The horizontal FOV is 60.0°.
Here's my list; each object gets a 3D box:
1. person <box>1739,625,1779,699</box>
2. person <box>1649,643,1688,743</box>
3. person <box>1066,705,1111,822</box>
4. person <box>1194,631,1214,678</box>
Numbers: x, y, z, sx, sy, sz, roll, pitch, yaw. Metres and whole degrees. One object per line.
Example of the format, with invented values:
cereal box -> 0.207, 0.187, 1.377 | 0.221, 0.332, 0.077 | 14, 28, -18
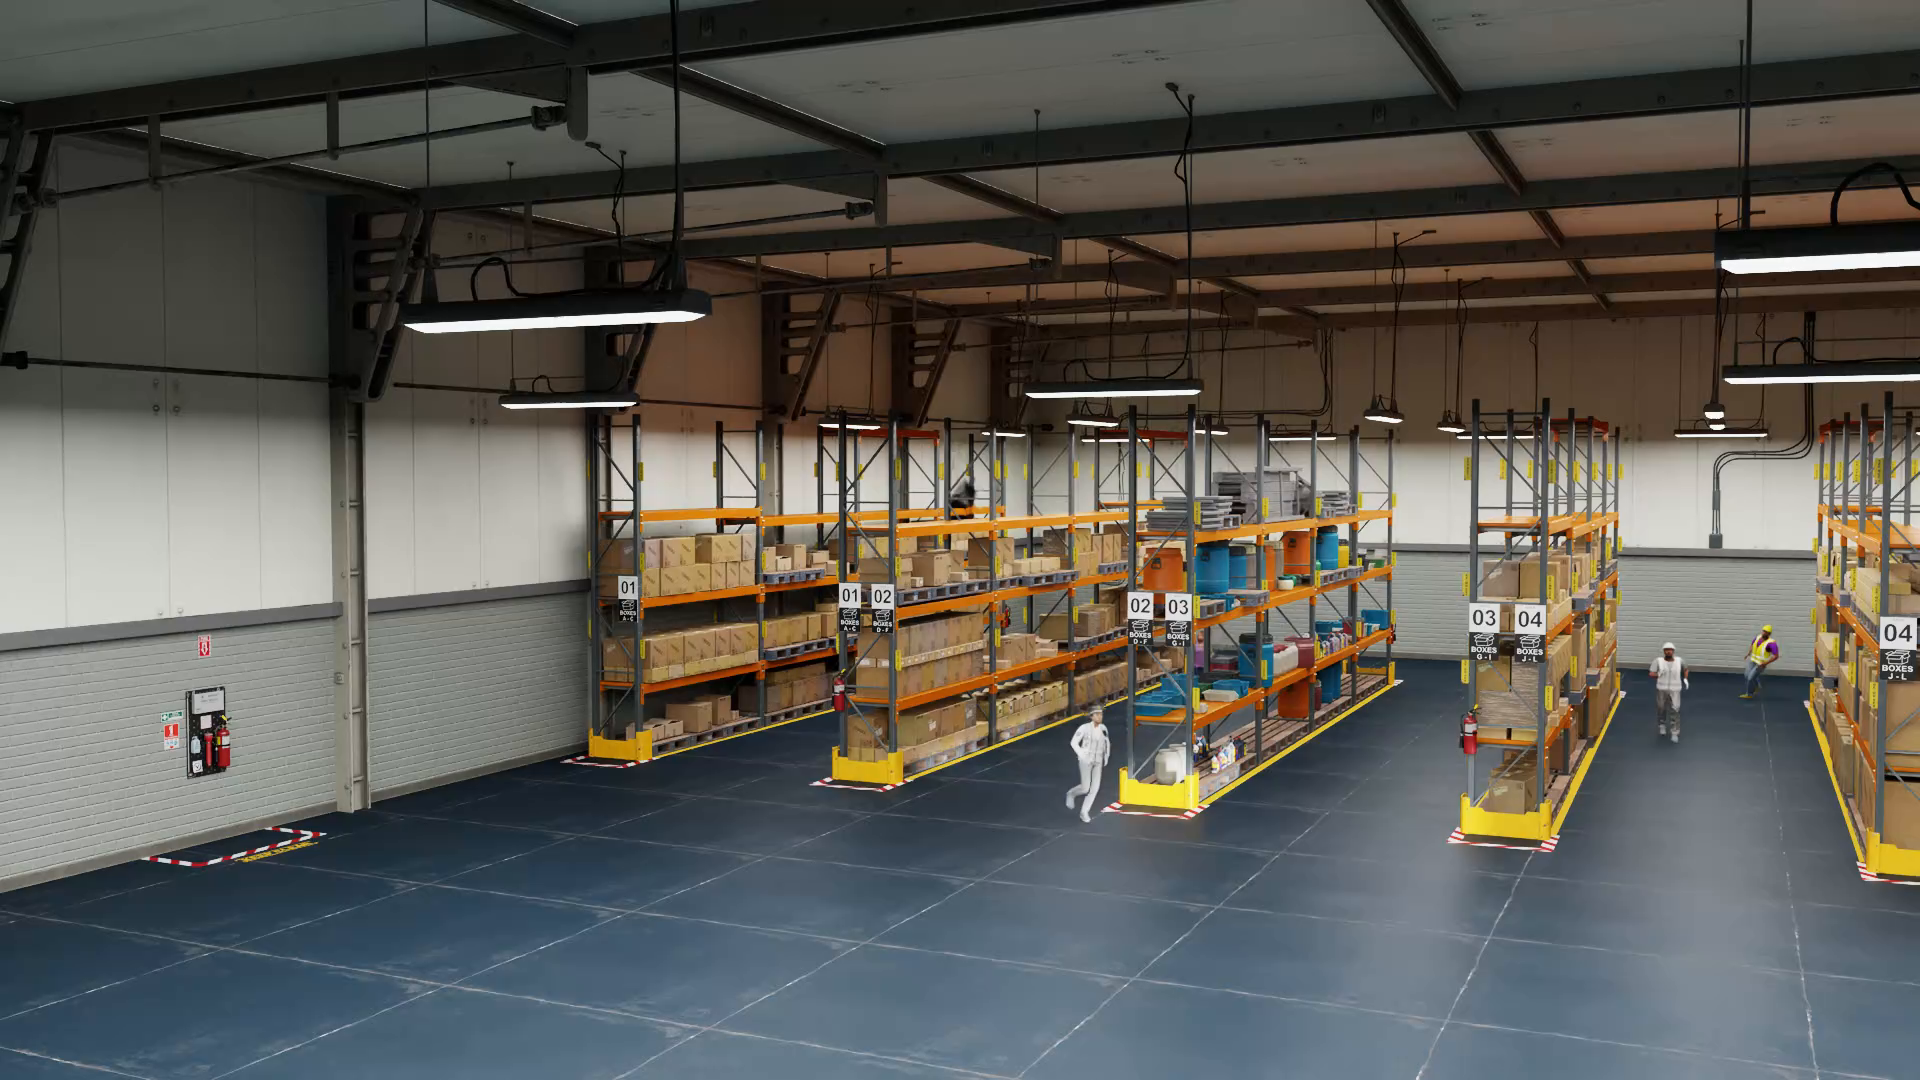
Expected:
person -> 17.571, 2.675, 36.455 | 0.605, 1.655, 0.858 | -1, 3, -24
person -> 13.200, 2.805, 30.979 | 0.685, 1.792, 0.947 | 1, 3, 22
person -> 1.898, 3.200, 24.064 | 0.629, 1.656, 0.615 | -1, 3, -24
person -> 5.186, 2.743, 35.840 | 0.526, 1.556, 0.536 | 1, 2, 15
